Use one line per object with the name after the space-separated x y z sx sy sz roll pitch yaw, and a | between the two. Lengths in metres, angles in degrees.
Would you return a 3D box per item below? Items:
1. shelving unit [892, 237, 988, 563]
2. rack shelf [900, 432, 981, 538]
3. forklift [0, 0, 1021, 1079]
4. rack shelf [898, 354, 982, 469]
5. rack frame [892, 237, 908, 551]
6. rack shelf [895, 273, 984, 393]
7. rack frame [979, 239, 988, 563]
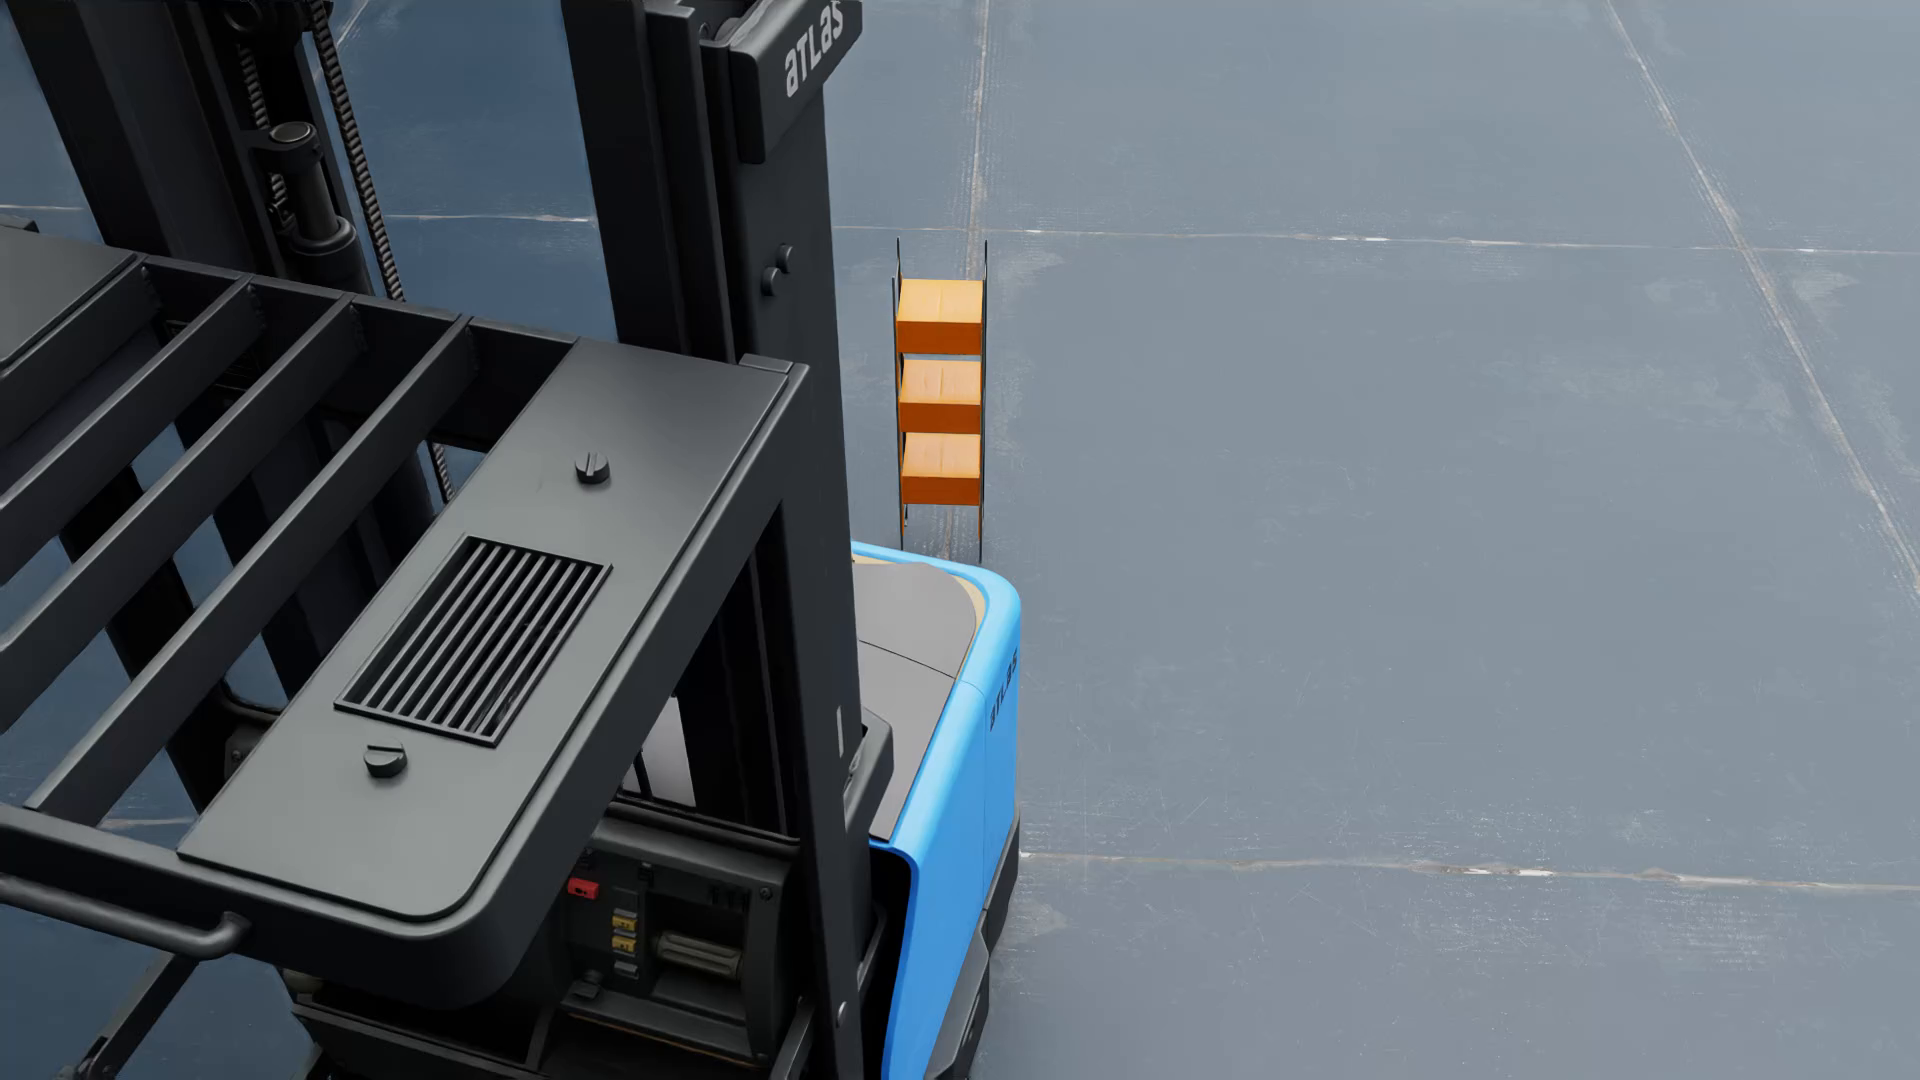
-0.053 -0.386 4.894 0.252 1.050 0.215 2 43 2 | shelving unit
-0.053 -0.175 5.091 0.240 0.259 0.215 2 43 2 | rack shelf
-0.768 0.654 2.397 1.130 2.935 3.031 12 44 12 | forklift
-0.053 -0.378 4.901 0.240 0.259 0.215 2 43 2 | rack shelf
-0.175 -0.390 4.898 0.008 1.050 0.200 2 43 2 | rack frame
-0.053 -0.586 4.708 0.240 0.259 0.215 2 43 2 | rack shelf
0.068 -0.382 4.890 0.008 1.050 0.200 2 43 2 | rack frame
